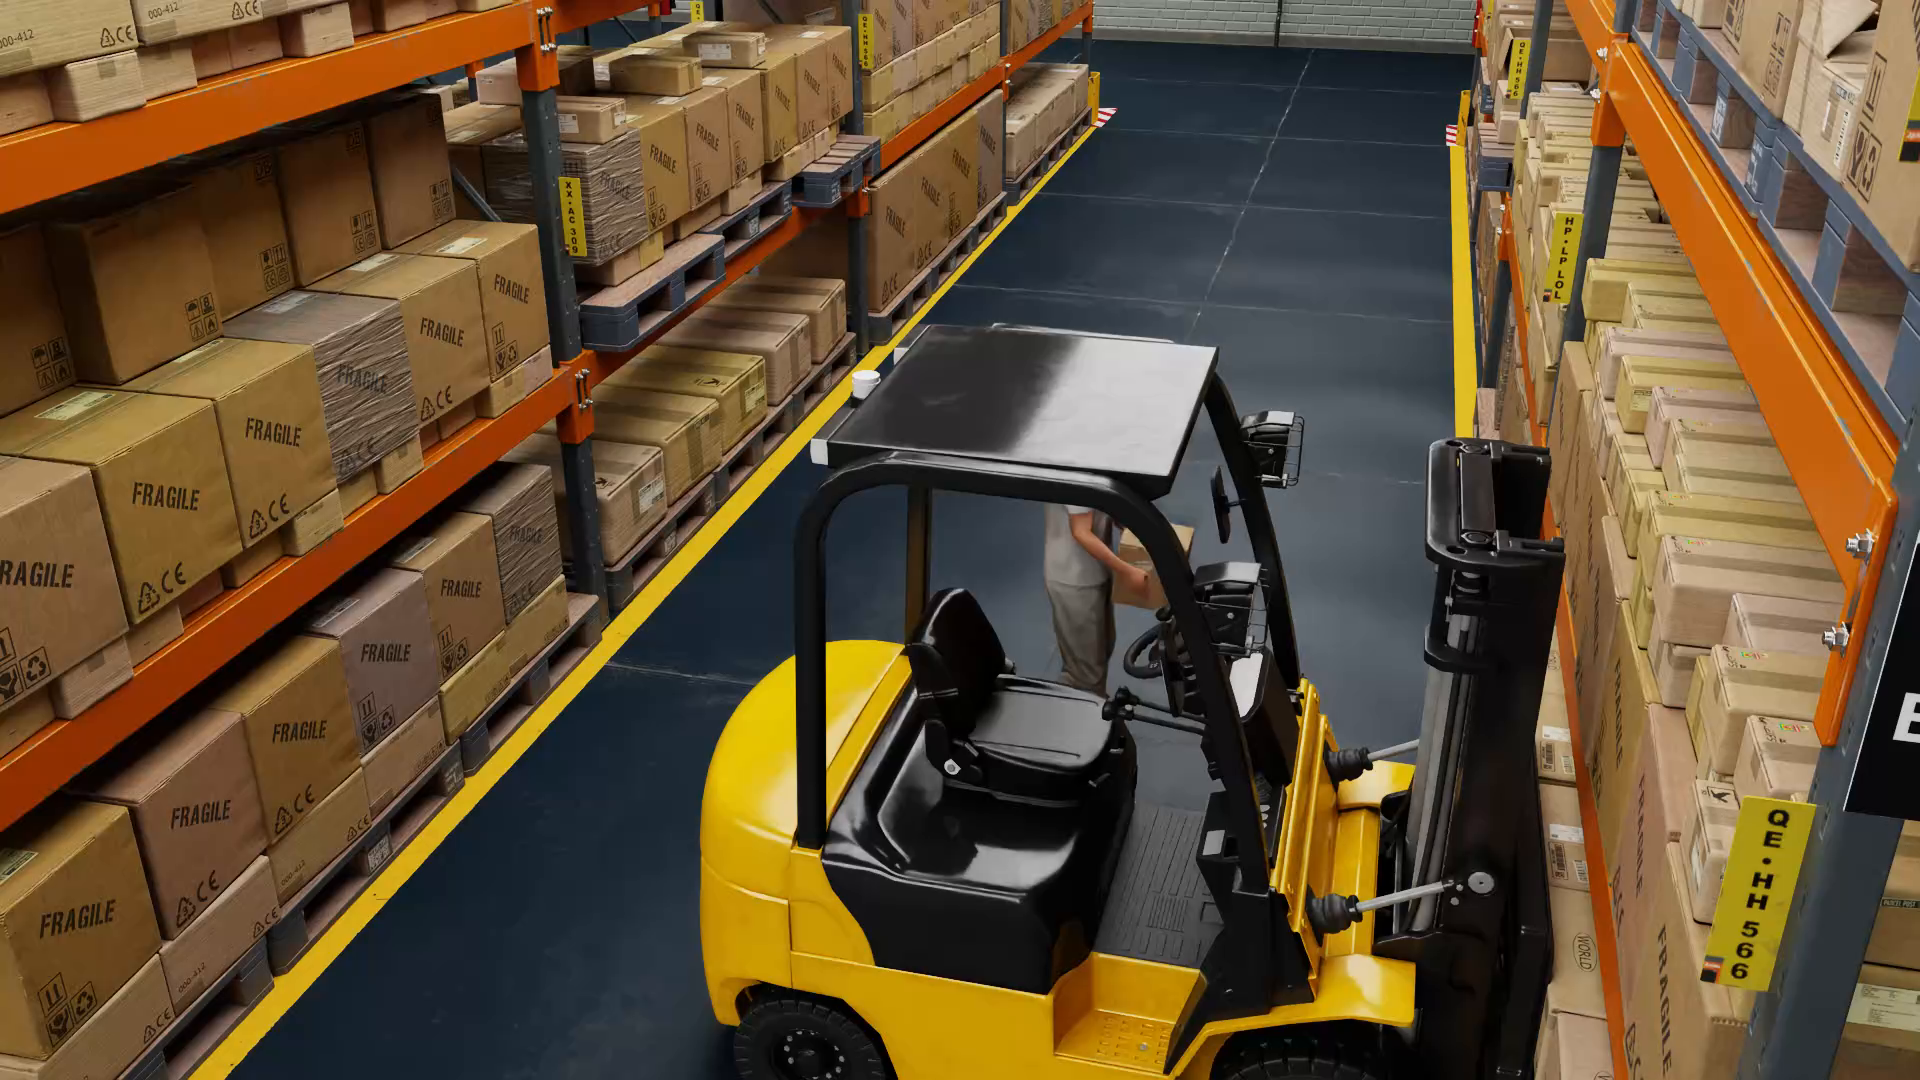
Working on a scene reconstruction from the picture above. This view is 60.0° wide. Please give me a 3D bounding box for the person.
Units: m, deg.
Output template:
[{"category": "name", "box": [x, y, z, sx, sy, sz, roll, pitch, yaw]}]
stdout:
[{"category": "person", "box": [0.524, 0.130, 6.335, 0.475, 1.675, 0.464, 6, 26, 13]}]
